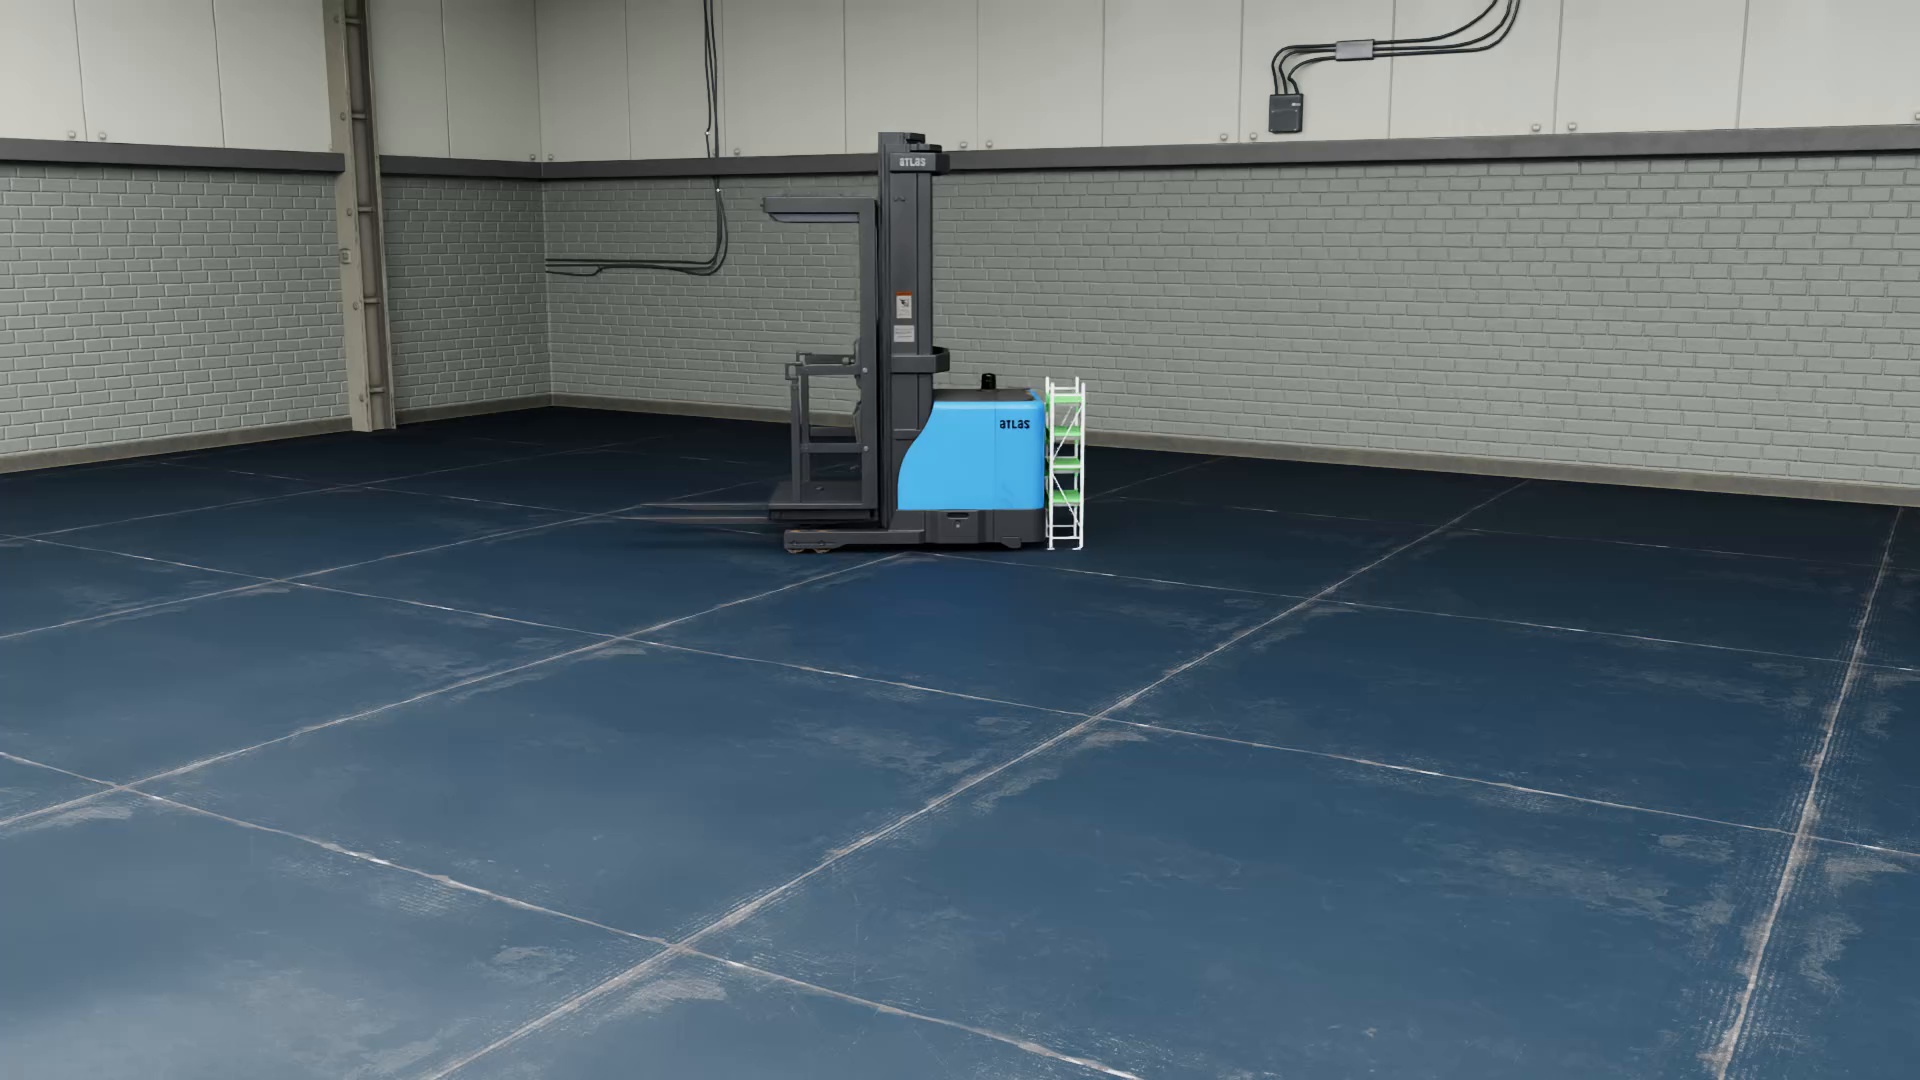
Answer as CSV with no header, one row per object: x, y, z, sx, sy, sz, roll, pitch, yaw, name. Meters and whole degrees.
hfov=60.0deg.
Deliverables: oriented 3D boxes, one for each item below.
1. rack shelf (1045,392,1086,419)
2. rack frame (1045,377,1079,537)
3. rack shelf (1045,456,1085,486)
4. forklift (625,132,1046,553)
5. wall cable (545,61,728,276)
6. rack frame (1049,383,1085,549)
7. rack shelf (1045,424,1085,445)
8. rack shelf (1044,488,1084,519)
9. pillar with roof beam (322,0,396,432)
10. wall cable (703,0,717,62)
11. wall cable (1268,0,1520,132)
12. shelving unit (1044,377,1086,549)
0.761,-0.977,12.066,0.258,0.148,0.480,0,11,-1,rack shelf
0.755,-0.613,12.383,0.240,1.200,0.015,0,11,-1,rack frame
0.760,-0.505,12.155,0.258,0.148,0.480,0,11,-1,rack shelf
-0.906,-1.443,12.112,3.031,2.935,1.130,0,11,-1,forklift
-4.113,-4.514,20.466,3.097,2.526,0.112,6,12,31,wall cable
0.766,-0.523,11.903,0.240,1.200,0.015,0,11,-1,rack frame
0.760,-0.741,12.111,0.258,0.148,0.480,0,11,-1,rack shelf
0.760,-0.270,12.199,0.258,0.148,0.480,0,11,-1,rack shelf
-3.093,-5.292,16.184,9.100,9.000,0.400,6,12,31,pillar with roof beam
-1.801,-6.738,18.621,3.097,2.526,0.112,6,12,31,wall cable
3.993,-6.803,15.010,2.305,6.003,0.169,6,12,31,wall cable
0.760,-0.568,12.143,0.258,1.200,0.503,0,11,-1,shelving unit
